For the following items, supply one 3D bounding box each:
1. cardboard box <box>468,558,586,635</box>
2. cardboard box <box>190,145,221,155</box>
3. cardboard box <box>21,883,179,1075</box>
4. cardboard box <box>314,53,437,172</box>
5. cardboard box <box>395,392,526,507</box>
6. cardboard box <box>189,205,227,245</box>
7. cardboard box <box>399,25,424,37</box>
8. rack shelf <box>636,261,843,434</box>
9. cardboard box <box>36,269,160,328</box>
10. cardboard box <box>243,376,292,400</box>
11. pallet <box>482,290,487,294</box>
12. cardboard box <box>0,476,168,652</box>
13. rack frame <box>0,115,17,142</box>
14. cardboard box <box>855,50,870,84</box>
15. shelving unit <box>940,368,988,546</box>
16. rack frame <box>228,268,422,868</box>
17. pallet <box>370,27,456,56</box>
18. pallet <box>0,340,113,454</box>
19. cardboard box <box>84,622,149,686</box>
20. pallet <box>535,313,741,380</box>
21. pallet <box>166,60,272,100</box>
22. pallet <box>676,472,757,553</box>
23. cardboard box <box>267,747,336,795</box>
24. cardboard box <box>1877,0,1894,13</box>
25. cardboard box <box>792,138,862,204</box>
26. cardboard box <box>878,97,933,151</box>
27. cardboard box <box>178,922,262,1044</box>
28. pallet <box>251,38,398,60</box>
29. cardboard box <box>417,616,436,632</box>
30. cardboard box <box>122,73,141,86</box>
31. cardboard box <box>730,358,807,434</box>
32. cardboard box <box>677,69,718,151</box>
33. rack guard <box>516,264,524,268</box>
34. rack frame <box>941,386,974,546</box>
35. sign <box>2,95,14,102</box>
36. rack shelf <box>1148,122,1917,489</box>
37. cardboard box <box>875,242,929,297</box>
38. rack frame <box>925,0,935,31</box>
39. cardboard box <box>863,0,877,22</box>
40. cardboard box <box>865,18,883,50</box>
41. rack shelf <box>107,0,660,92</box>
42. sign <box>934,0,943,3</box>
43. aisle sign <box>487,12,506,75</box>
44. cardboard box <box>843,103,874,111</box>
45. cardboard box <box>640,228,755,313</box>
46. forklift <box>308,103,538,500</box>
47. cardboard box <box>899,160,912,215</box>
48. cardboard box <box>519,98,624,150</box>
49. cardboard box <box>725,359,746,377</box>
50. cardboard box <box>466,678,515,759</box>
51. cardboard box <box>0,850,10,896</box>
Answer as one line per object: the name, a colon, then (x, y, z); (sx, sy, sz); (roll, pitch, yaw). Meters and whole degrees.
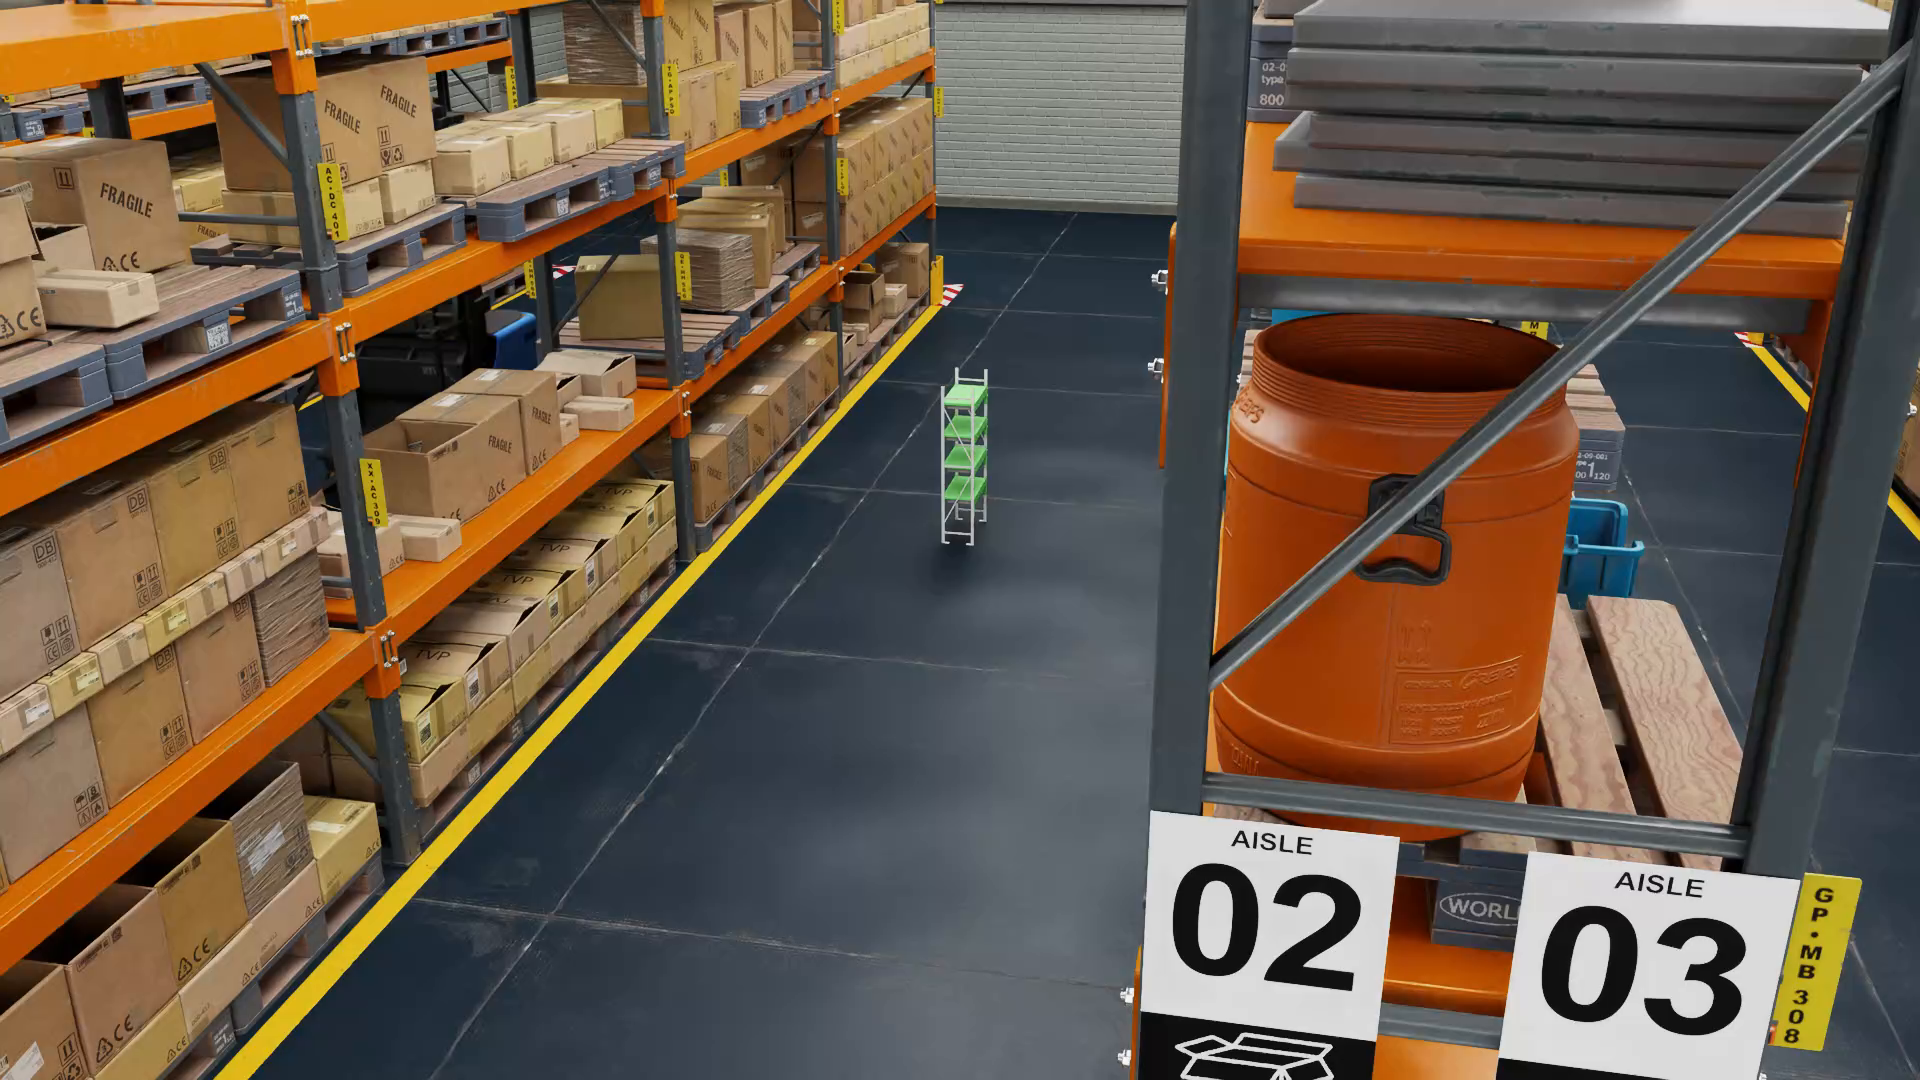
cardboard box: (-2.583, 0.308, 9.940); (0.500, 0.311, 0.500); (5, 22, 12)
cardboard box: (-6.790, -3.513, 15.498); (0.500, 0.250, 0.500); (5, 23, 13)
cardboard box: (-3.404, 1.651, 6.355); (0.500, 0.500, 0.500); (4, 22, 11)
cardboard box: (-2.965, -2.115, 8.209); (0.500, 0.500, 0.500); (7, 23, 16)
cardboard box: (-2.841, -0.519, 9.494); (0.500, 0.500, 0.500); (4, 22, 11)
cardboard box: (-6.591, -2.572, 14.165); (0.500, 0.500, 0.500); (5, 22, 12)
cardboard box: (-5.827, -5.289, 16.960); (0.500, 0.250, 0.500); (4, 22, 9)
rack shelf: (-1.999, -1.678, 13.468); (1.077, 0.370, 4.000); (4, 22, 11)
cardboard box: (-3.202, -0.890, 6.120); (0.380, 0.149, 0.250); (4, 22, 11)
cardboard box: (-6.625, -1.744, 14.985); (0.750, 0.750, 0.750); (5, 23, 13)
pallet: (-5.963, -2.546, 18.392); (1.003, 0.211, 1.213); (4, 22, 11)
cardboard box: (-3.512, 0.065, 6.307); (0.700, 0.500, 0.500); (4, 22, 11)
rack frame: (-7.257, -1.657, 12.452); (1.000, 3.000, 0.127); (4, 22, 11)
cardboard box: (-1.143, -4.407, 15.466); (0.500, 0.250, 0.500); (4, 22, 11)
shelving unit: (0.034, -0.617, 12.280); (0.258, 1.200, 0.503); (4, 22, 11)
rack frame: (-3.223, 0.182, 7.885); (1.000, 3.000, 0.127); (4, 22, 11)
pallet: (-6.013, -5.213, 17.386); (1.003, 0.211, 1.213); (4, 22, 11)
pallet: (-3.623, -0.409, 5.458); (1.003, 0.211, 1.213); (4, 22, 11)
cardboard box: (-3.330, 0.415, 6.305); (0.380, 0.149, 0.250); (5, 22, 12)
pallet: (-2.338, -1.445, 12.182); (1.213, 0.211, 1.003); (4, 22, 11)
pallet: (-6.580, -4.083, 14.718); (0.805, 0.209, 1.217); (4, 22, 9)
pallet: (-2.218, -0.257, 12.710); (1.003, 0.211, 1.213); (4, 22, 11)
cardboard box: (-3.423, 1.089, 8.752); (0.500, 0.250, 0.500); (4, 22, 10)
cardboard box: (8.578, -4.545, 14.779); (0.700, 0.500, 0.500); (3, 22, 7)
cardboard box: (-1.219, -3.404, 15.319); (0.500, 0.500, 0.500); (5, 22, 12)
cardboard box: (-0.596, -4.533, 18.121); (0.500, 0.500, 0.500); (4, 22, 10)
cardboard box: (-3.303, 1.815, 6.949); (0.500, 0.250, 0.500); (4, 22, 11)
pallet: (-6.264, -4.768, 16.282); (1.003, 0.211, 1.213); (4, 22, 11)
cardboard box: (-3.217, 0.460, 9.564); (0.500, 0.311, 0.500); (4, 22, 11)
cardboard box: (-7.032, -3.879, 13.233); (0.700, 0.500, 0.500); (6, 23, 14)
cardboard box: (-1.623, -1.222, 14.130); (0.500, 0.500, 0.500); (5, 22, 12)
cardboard box: (-2.247, -3.067, 11.804); (0.910, 0.500, 0.500); (4, 22, 11)
rack guard: (-5.620, -3.432, 20.205); (1.175, 0.500, 0.348); (4, 22, 11)
rack frame: (-0.016, -0.528, 12.058); (0.240, 1.200, 0.015); (4, 22, 11)
sign: (-6.727, -3.246, 11.691); (0.100, 0.325, 0.005); (4, 22, 11)
rack shelf: (1.217, -0.971, 4.217); (1.077, 0.370, 4.000); (4, 22, 11)
cardboard box: (-0.645, -3.033, 18.627); (0.500, 0.500, 0.500); (4, 22, 11)
rack frame: (-0.775, -6.989, 17.662); (1.000, 3.000, 0.127); (4, 22, 11)
cardboard box: (-1.192, -5.181, 15.715); (0.700, 0.500, 0.500); (4, 22, 11)
cardboard box: (-1.035, -4.821, 15.825); (0.500, 0.250, 0.500); (4, 22, 11)
rack shelf: (-2.815, -2.813, 8.790); (1.077, 0.370, 4.000); (4, 22, 11)
sign: (-0.236, -5.959, 17.933); (0.100, 0.325, 0.005); (4, 22, 11)
aisle sign: (-5.317, -5.792, 19.240); (0.394, 0.787, 0.004); (4, 22, 11)
cardboard box: (-1.223, -4.382, 17.748); (0.500, 0.500, 0.500); (5, 22, 11)
cardboard box: (-2.015, -2.080, 12.808); (0.700, 0.500, 0.500); (9, 24, 21)
forklift: (-4.435, -1.828, 12.969); (1.130, 2.935, 3.031); (4, 22, 11)
cardboard box: (-0.809, -3.696, 17.382); (0.500, 0.500, 0.500); (5, 22, 11)
cardboard box: (-2.445, -2.627, 10.484); (0.500, 0.250, 0.500); (3, 22, 7)
cardboard box: (-2.135, -1.251, 14.203); (0.500, 0.500, 0.500); (5, 22, 12)
cardboard box: (-2.793, 0.948, 9.104); (0.500, 0.250, 0.500); (5, 22, 12)
cardboard box: (-3.722, 1.056, 5.584); (0.700, 0.500, 0.500); (5, 22, 11)
